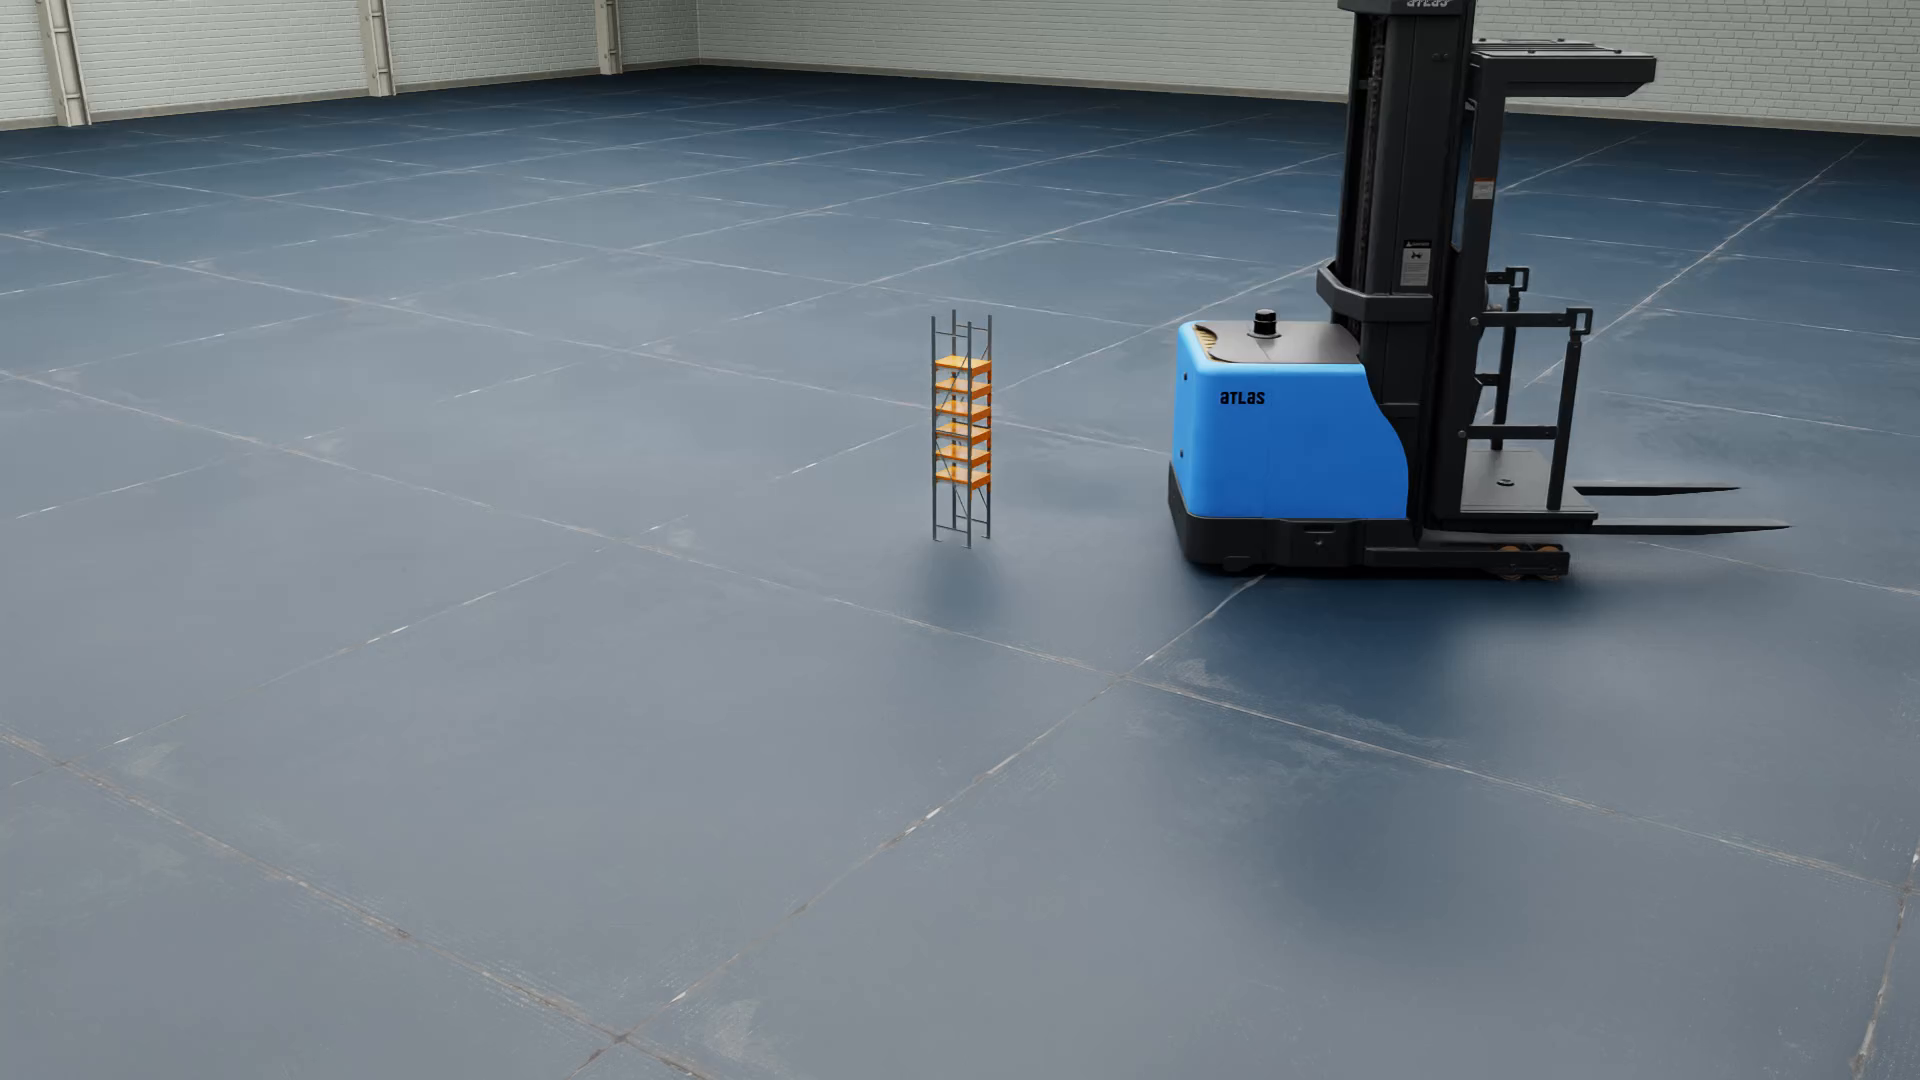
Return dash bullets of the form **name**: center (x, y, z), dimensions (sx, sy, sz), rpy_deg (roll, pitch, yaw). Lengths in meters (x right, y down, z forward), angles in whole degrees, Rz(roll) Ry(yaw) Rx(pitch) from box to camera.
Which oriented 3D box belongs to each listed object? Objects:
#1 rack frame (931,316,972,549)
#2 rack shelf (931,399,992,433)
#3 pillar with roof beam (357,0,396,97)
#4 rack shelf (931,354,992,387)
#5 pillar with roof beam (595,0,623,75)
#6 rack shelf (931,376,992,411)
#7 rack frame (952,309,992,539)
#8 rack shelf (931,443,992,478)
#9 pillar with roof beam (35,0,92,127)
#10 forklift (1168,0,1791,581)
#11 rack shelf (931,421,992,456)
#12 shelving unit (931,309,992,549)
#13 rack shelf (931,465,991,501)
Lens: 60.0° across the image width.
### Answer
- **rack frame**: center (-0.043, -0.541, 8.497), dimensions (0.240, 1.200, 0.006), rpy_deg (13, 24, 32)
- **rack shelf**: center (0.008, -0.638, 8.542), dimensions (0.258, 0.103, 0.180), rpy_deg (13, 24, 32)
- **pillar with roof beam**: center (-7.420, -11.834, 27.787), dimensions (9.100, 9.000, 0.400), rpy_deg (13, 24, 32)
- **rack shelf**: center (0.008, -0.863, 8.459), dimensions (0.258, 0.103, 0.180), rpy_deg (13, 24, 32)
- **pillar with roof beam**: center (-4.047, -13.556, 32.441), dimensions (9.100, 9.000, 0.400), rpy_deg (13, 24, 32)
- **rack shelf**: center (0.008, -0.750, 8.500), dimensions (0.258, 0.103, 0.180), rpy_deg (13, 24, 32)
- **rack frame**: center (0.060, -0.593, 8.639), dimensions (0.240, 1.200, 0.006), rpy_deg (13, 24, 32)
- **rack shelf**: center (0.008, -0.413, 8.625), dimensions (0.258, 0.103, 0.180), rpy_deg (13, 24, 32)
- **pillar with roof beam**: center (-10.792, -10.113, 23.133), dimensions (9.100, 9.000, 0.400), rpy_deg (13, 24, 32)
- **forklift**: center (2.647, -1.361, 8.219), dimensions (3.031, 2.935, 1.130), rpy_deg (0, 20, 1)
- **rack shelf**: center (0.008, -0.525, 8.583), dimensions (0.258, 0.103, 0.180), rpy_deg (13, 24, 32)
- **shelving unit**: center (0.008, -0.567, 8.568), dimensions (0.258, 1.200, 0.189), rpy_deg (13, 24, 32)
- **rack shelf**: center (0.008, -0.300, 8.667), dimensions (0.258, 0.103, 0.180), rpy_deg (13, 24, 32)
